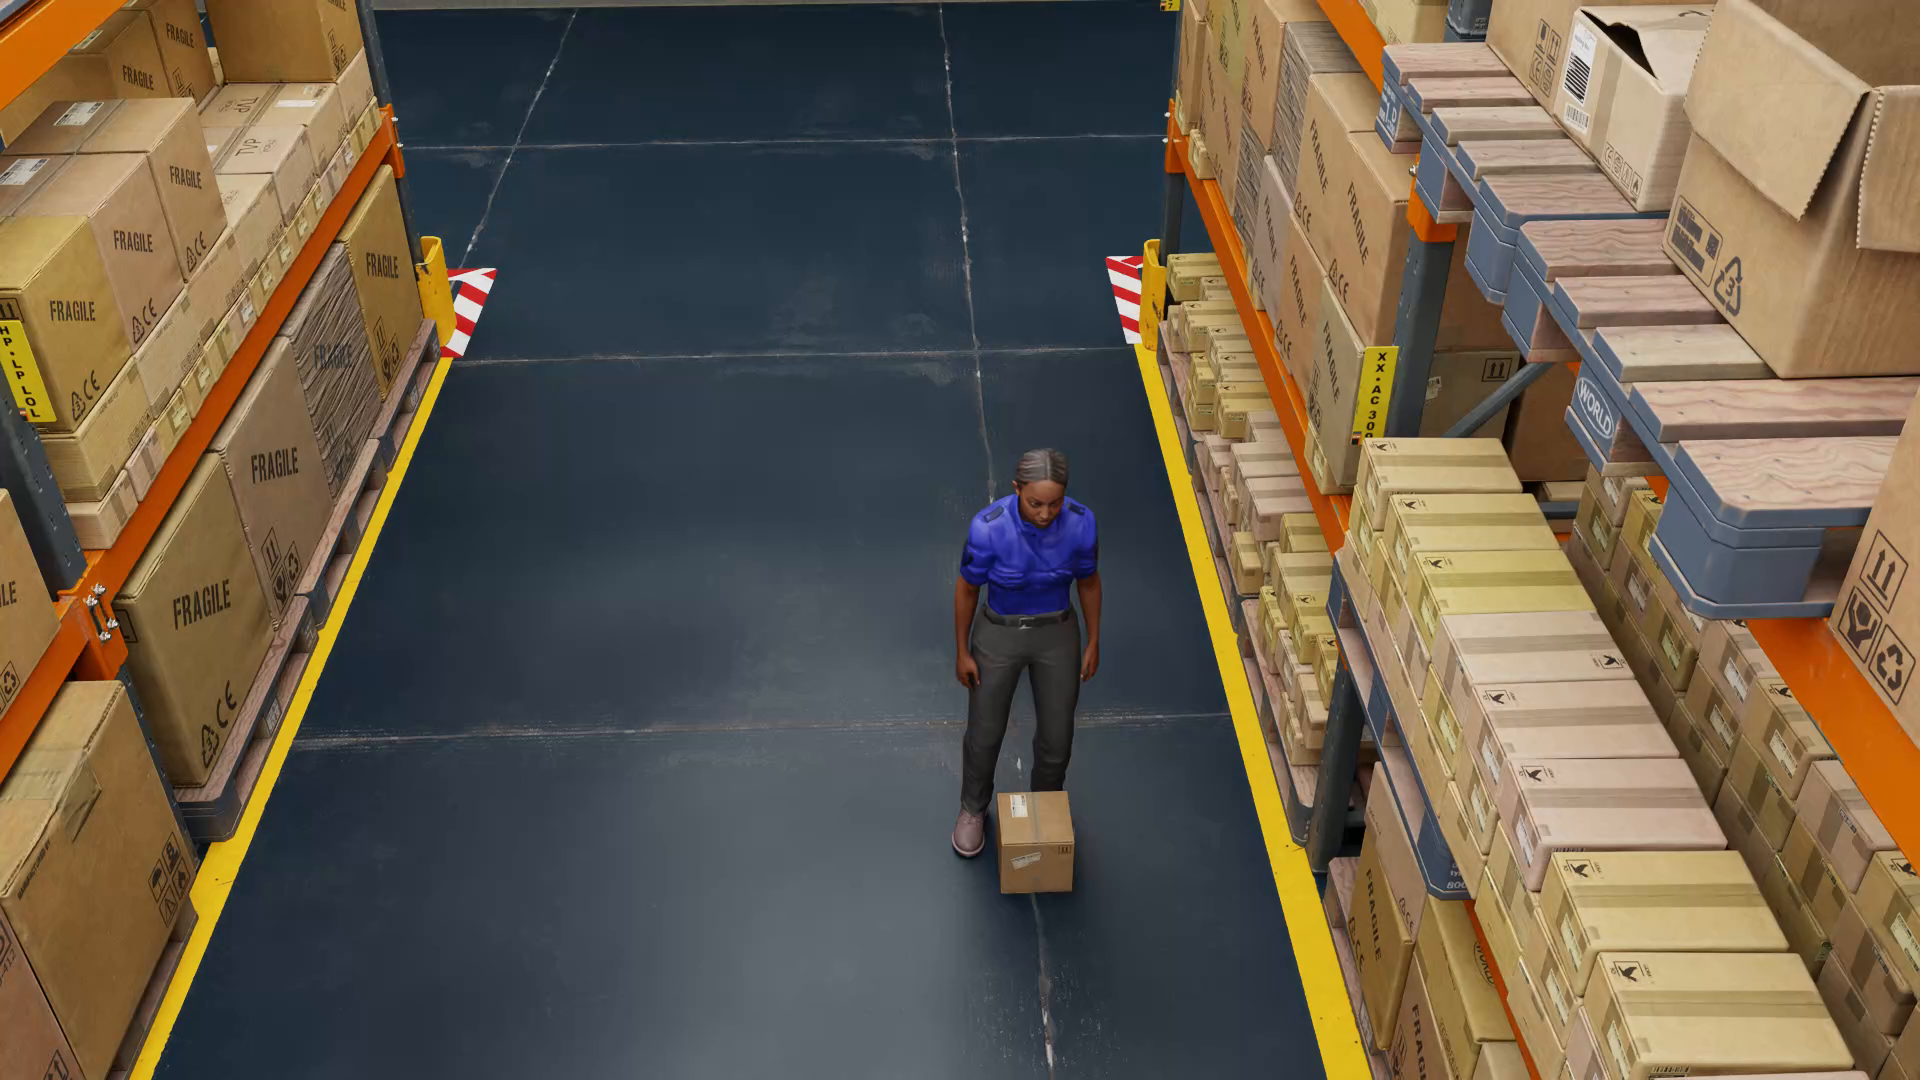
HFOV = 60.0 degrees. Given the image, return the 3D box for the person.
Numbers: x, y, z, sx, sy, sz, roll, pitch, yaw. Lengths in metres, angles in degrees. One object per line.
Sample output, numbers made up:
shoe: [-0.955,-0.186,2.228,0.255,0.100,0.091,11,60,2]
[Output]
person: [0.221,0.369,5.644,0.521,1.640,0.352,-4,36,-5]
